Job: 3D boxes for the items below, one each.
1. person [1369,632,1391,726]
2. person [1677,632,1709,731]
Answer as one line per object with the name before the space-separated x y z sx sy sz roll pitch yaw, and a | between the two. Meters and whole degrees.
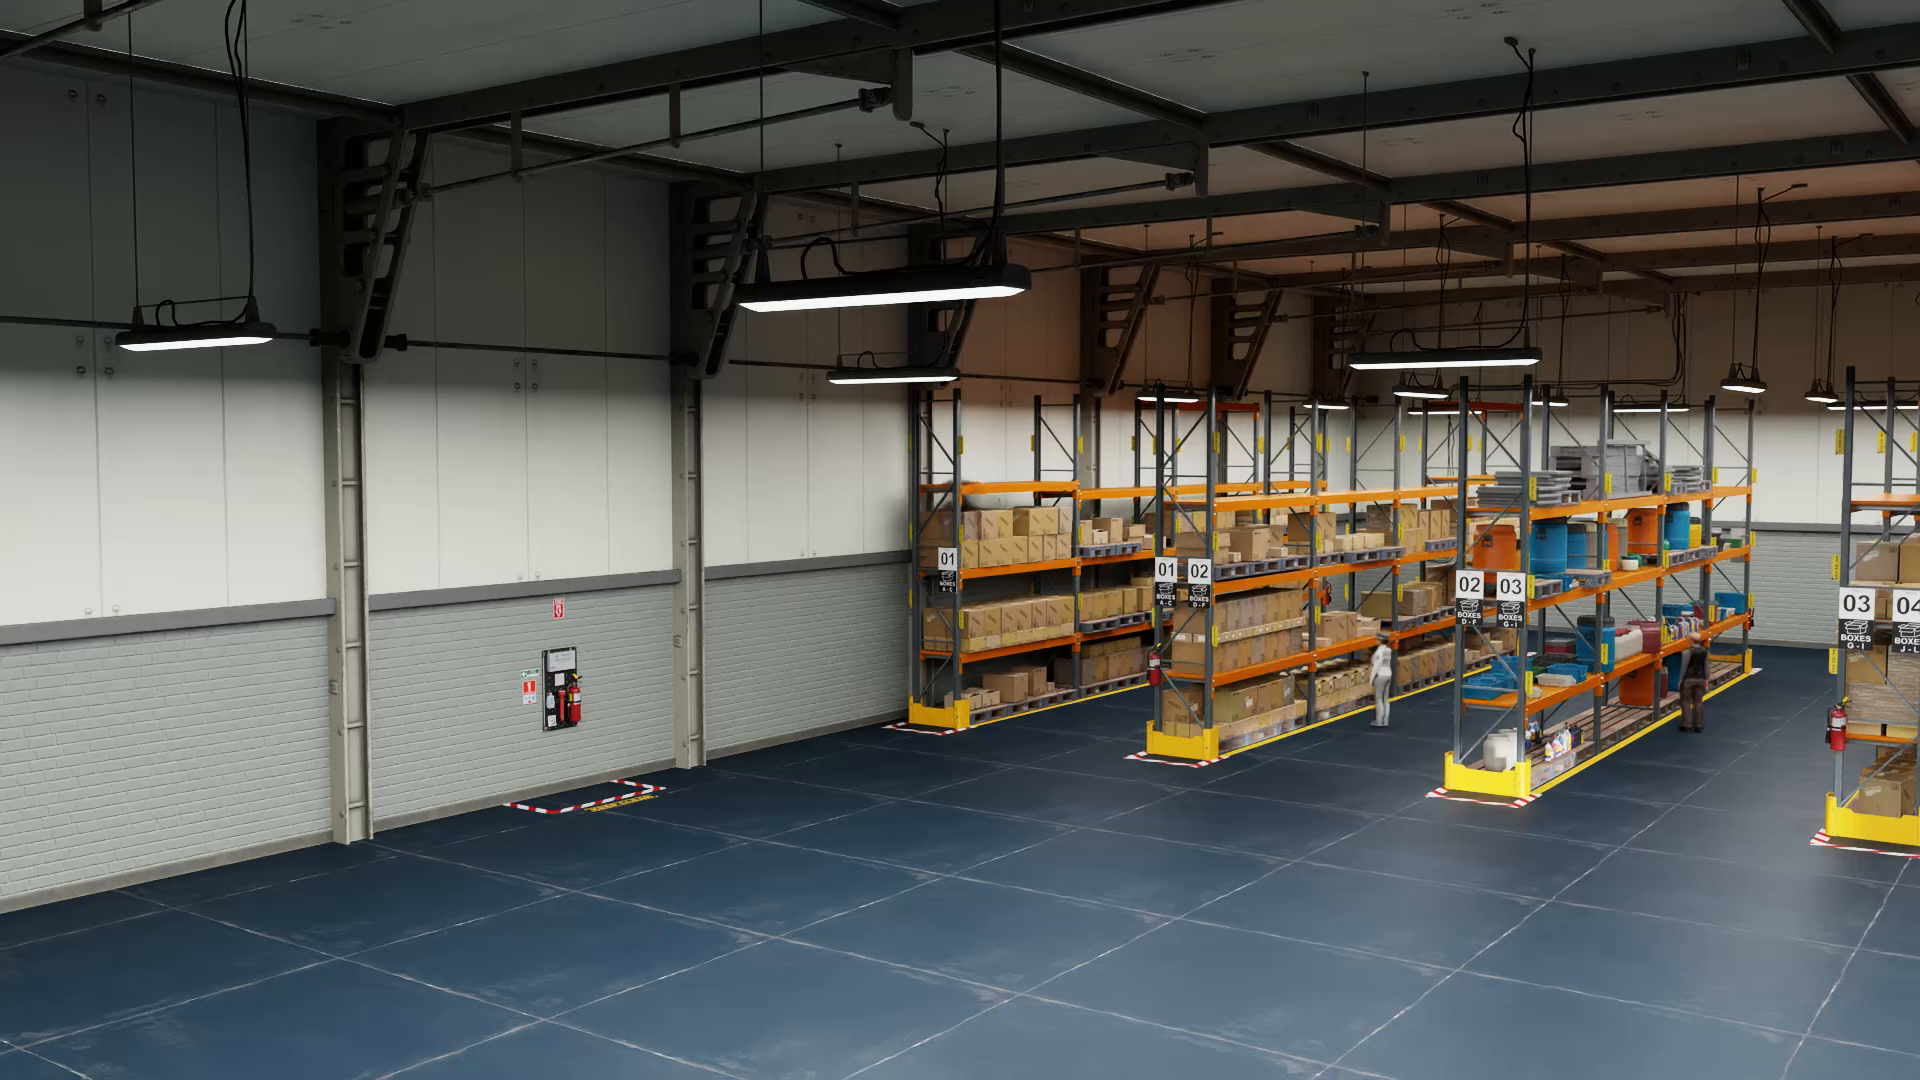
person | 7.465 2.473 29.547 0.362 1.685 0.491 3 4 41
person | 12.818 2.477 29.111 0.601 1.726 0.359 -1 3 -14
